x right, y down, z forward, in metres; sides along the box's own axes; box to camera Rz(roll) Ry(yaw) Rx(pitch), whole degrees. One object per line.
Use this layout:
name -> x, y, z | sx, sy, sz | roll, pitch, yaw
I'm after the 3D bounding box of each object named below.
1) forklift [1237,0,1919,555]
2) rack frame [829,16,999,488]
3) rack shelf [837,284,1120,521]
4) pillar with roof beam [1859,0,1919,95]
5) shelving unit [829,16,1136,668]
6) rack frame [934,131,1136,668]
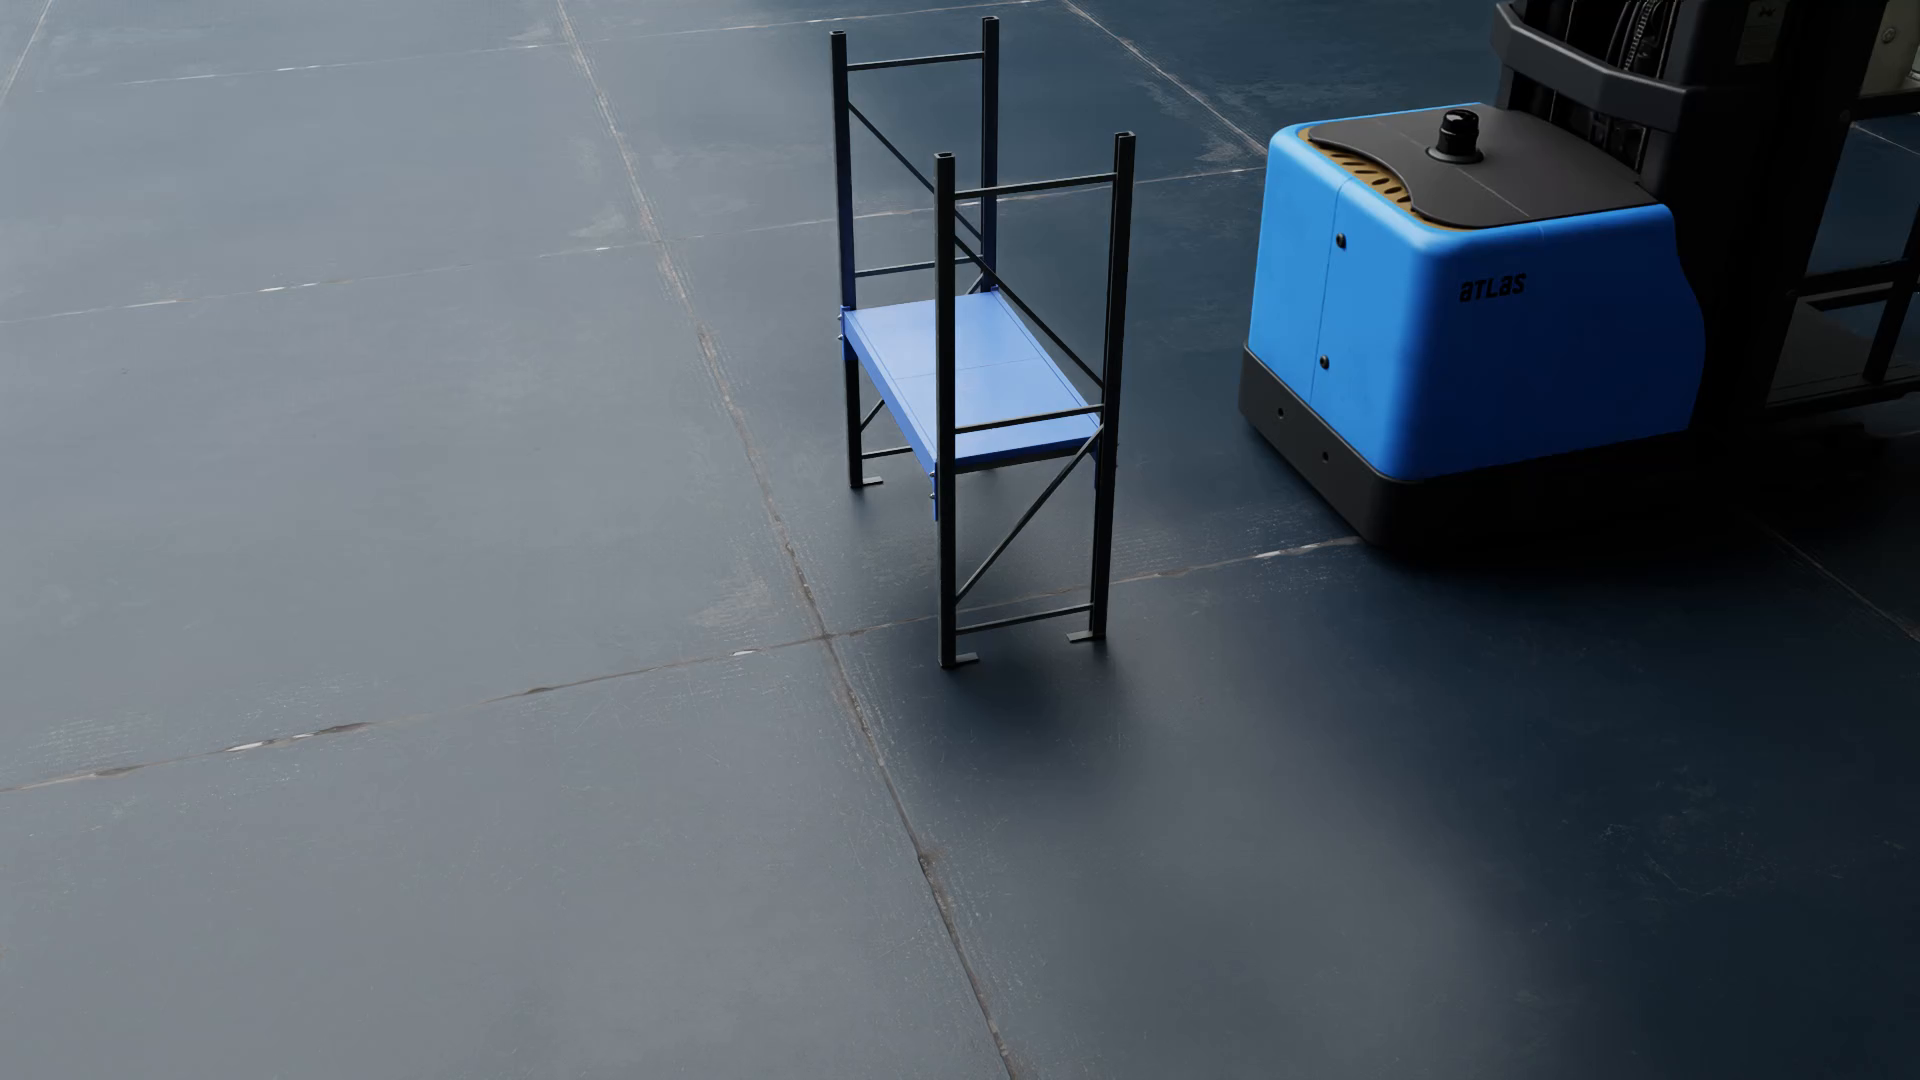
forklift -> 2.546, -1.655, 5.096 | 3.031, 2.935, 1.130 | -10, 35, -15
rack frame -> -0.129, -0.848, 5.173 | 0.500, 1.500, 0.032 | -10, 35, -15
rack shelf -> 0.026, -0.431, 4.868 | 0.538, 0.185, 1.000 | -10, 35, -15
pillar with roof beam -> 0.615, -5.387, 5.240 | 9.100, 9.000, 0.400 | -10, 35, -15
shelving unit -> 0.026, -0.581, 4.769 | 0.538, 1.500, 1.048 | -10, 35, -15
rack frame -> 0.181, -0.314, 4.365 | 0.500, 1.500, 0.032 | -10, 35, -15
